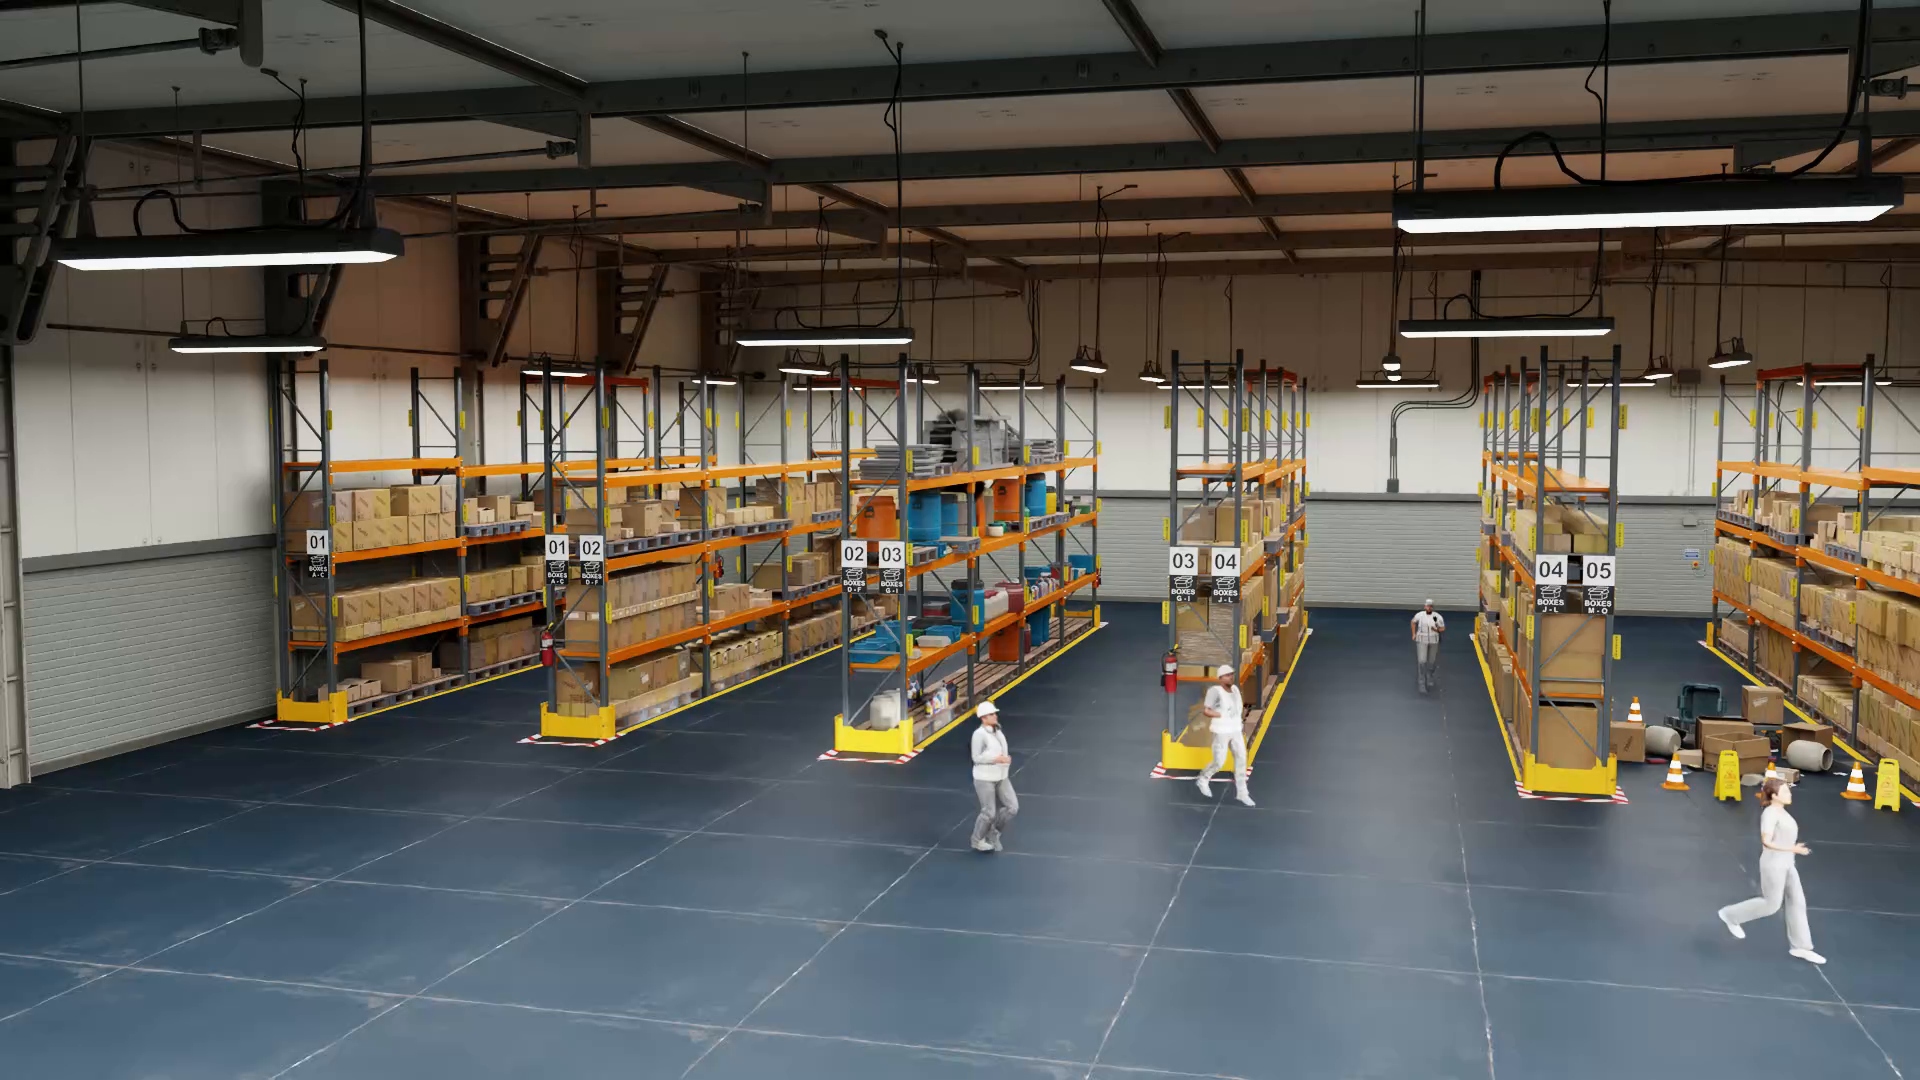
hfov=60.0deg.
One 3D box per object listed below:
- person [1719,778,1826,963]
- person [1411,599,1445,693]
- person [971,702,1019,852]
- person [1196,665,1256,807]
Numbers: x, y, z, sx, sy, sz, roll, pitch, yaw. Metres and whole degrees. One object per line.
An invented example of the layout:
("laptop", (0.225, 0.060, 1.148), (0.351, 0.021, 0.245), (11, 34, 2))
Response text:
("person", (7.603, 3.047, 15.523), (0.934, 1.664, 0.568), (4, 6, 43))
("person", (8.693, 1.952, 30.897), (0.581, 1.727, 0.771), (1, 4, 9))
("person", (0.406, 2.749, 19.166), (0.647, 1.767, 0.642), (3, 5, 39))
("person", (3.458, 2.535, 21.735), (0.672, 1.808, 0.871), (-3, 5, -34))
